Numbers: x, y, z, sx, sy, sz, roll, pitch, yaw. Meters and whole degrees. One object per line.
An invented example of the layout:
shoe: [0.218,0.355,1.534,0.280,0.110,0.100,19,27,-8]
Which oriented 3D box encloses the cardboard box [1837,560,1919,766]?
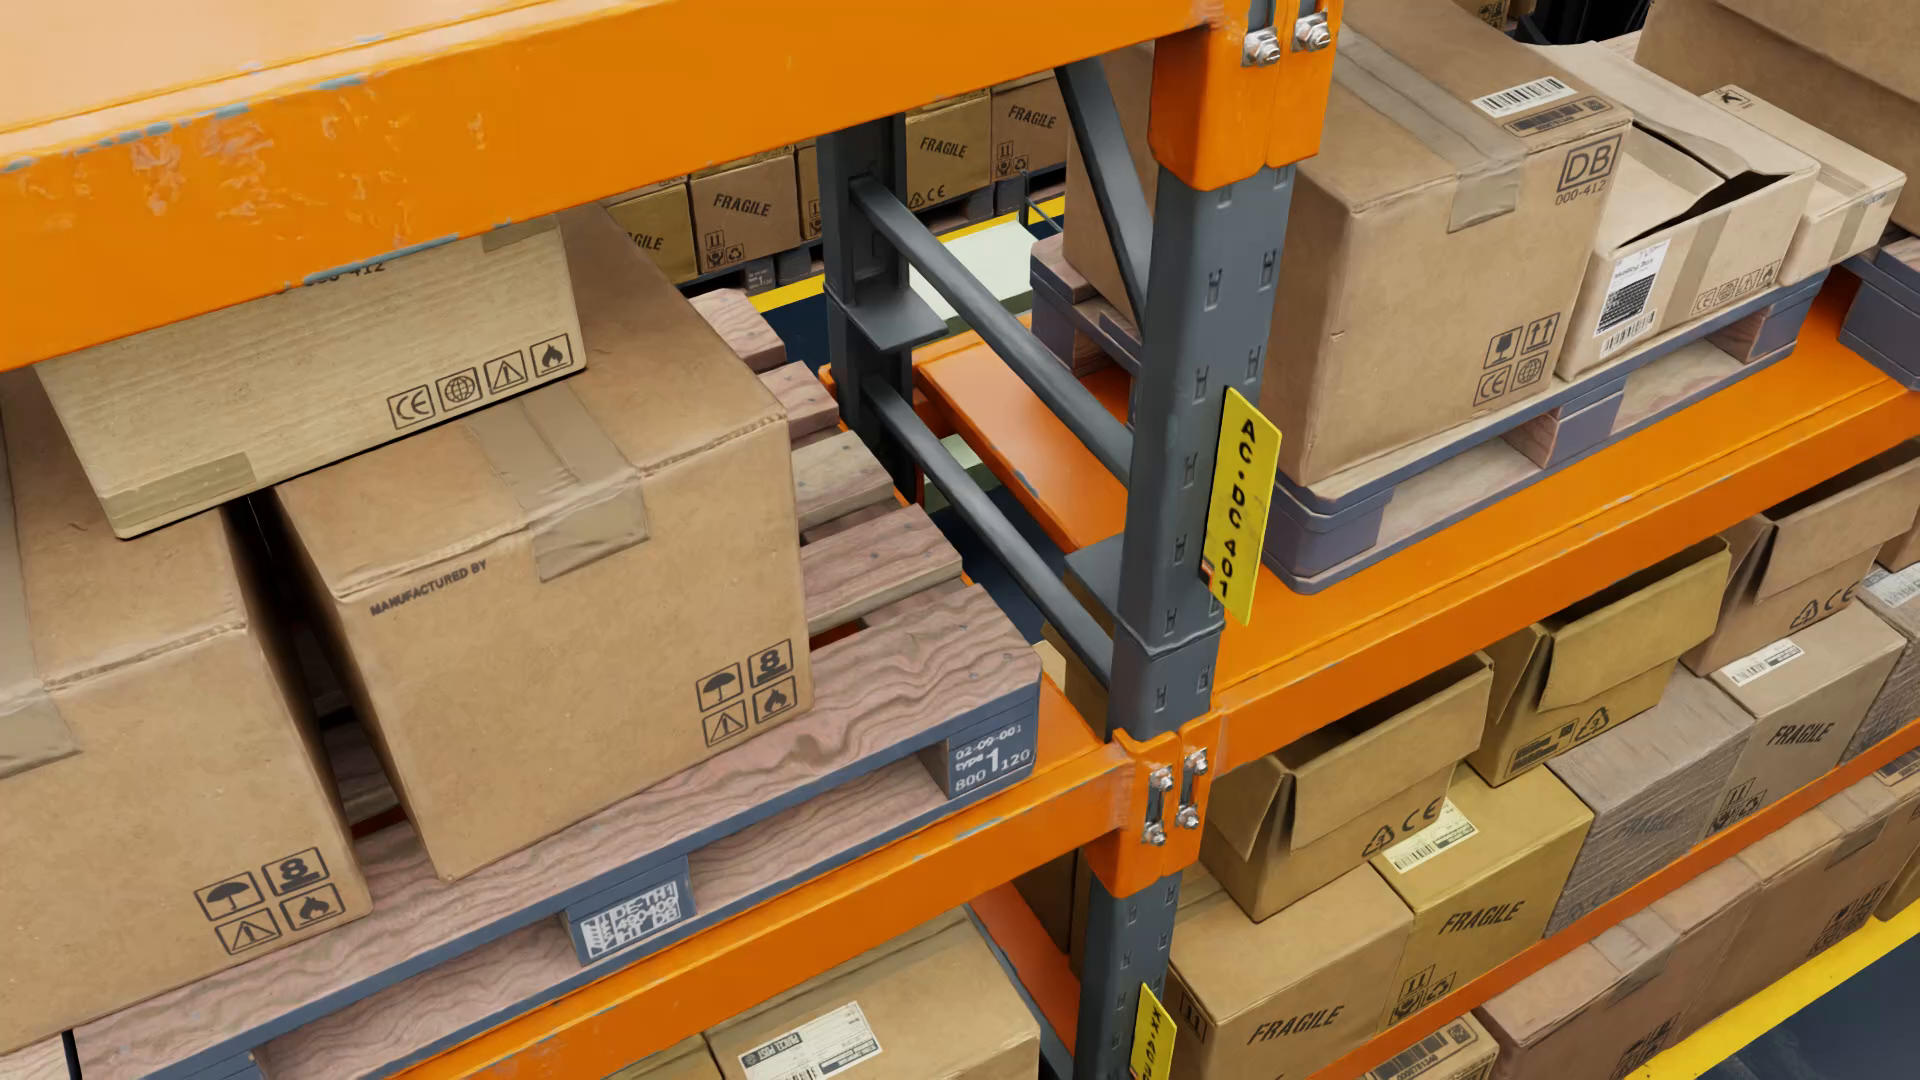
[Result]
cardboard box: [2.345,0.169,4.350,0.500,0.500,0.500,-23,49,-22]

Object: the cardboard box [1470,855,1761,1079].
cardboard box: [1.385,0.988,4.803,0.875,0.875,1.225,-23,49,-22]

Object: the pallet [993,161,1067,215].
pallet: [0.472,-2.227,8.893,1.213,0.211,1.003,-22,48,-21]

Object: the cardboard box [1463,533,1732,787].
cardboard box: [1.216,0.067,3.735,0.637,0.503,0.797,-21,48,-21]

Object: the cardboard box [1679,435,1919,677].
cardboard box: [1.747,-0.158,3.967,0.637,0.503,0.797,-20,48,-20]

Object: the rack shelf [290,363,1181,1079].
rack shelf: [-1.669,0.796,2.139,4.000,0.370,1.077,-22,48,-21]

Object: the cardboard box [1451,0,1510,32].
cardboard box: [2.479,-3.303,9.314,0.750,0.750,1.050,-21,48,-20]

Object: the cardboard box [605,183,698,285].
cardboard box: [-1.545,-1.460,7.593,0.500,0.500,0.500,-20,48,-19]

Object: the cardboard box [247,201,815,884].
cardboard box: [-0.583,-0.071,2.070,0.500,0.500,0.700,-25,49,-23]

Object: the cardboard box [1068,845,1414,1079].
cardboard box: [0.589,0.876,3.622,0.500,0.500,0.500,-22,48,-21]

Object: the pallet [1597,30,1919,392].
pallet: [2.033,-0.831,3.434,1.213,0.211,1.003,-20,47,-19]

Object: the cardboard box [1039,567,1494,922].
cardboard box: [0.615,0.298,3.497,0.637,0.503,0.797,-23,49,-22]

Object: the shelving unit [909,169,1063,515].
shelving unit: [0.006,-0.541,6.230,0.755,1.500,0.431,-22,48,-21]

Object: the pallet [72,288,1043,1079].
pallet: [-0.649,0.153,2.348,1.213,0.211,1.003,-22,48,-21]

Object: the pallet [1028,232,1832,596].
pallet: [0.836,-0.435,3.028,1.217,0.209,0.805,-24,49,-22]

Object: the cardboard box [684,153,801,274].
cardboard box: [-1.087,-1.644,7.784,0.500,0.500,0.500,-20,48,-19]

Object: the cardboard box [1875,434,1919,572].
cardboard box: [2.325,-0.395,4.211,0.637,0.503,0.797,-21,48,-20]

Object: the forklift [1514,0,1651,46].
forklift: [3.224,-2.215,6.927,3.031,2.935,1.130,-20,48,-19]

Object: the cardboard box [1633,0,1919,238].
cardboard box: [1.773,-1.010,3.107,0.637,0.503,0.797,-22,48,-21]

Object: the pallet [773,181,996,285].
pallet: [-0.585,-1.806,8.459,1.213,0.211,1.003,-22,48,-21]

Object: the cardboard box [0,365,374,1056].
cardboard box: [-1.052,0.113,1.880,0.500,0.500,0.700,-19,47,-19]

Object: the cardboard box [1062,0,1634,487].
cardboard box: [0.563,-0.550,2.636,0.500,0.500,0.700,-21,48,-20]

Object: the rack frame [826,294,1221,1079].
rack frame: [0.065,0.921,3.648,0.127,3.000,1.000,-22,48,-21]

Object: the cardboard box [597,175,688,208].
cardboard box: [-1.546,-1.729,7.333,0.500,0.250,0.500,-24,49,-23]

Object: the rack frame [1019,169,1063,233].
rack frame: [0.323,-0.668,6.361,0.023,1.500,0.400,-22,48,-21]

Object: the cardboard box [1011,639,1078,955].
cardboard box: [0.335,0.557,3.950,0.500,0.500,0.500,-22,48,-21]

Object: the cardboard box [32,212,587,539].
cardboard box: [-0.753,-0.325,1.794,0.500,0.250,0.500,-25,49,-23]

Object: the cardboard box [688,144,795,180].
cardboard box: [-1.085,-1.916,7.525,0.500,0.250,0.500,-21,48,-20]

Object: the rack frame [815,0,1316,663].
rack frame: [0.065,-1.232,1.558,0.127,3.000,1.000,-22,48,-21]

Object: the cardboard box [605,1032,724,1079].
cardboard box: [-0.637,1.091,2.828,0.500,0.500,0.500,-21,48,-21]

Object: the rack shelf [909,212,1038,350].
rack shelf: [0.006,-0.821,5.958,0.720,0.370,0.431,-22,48,-21]

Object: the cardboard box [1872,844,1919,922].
cardboard box: [2.925,0.371,5.438,0.875,0.875,1.225,-24,49,-23]

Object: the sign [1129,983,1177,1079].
sign: [0.343,0.916,2.974,0.005,0.325,0.100,-22,48,-21]

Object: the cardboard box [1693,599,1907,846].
cardboard box: [1.904,0.345,4.169,0.500,0.500,0.500,-21,48,-20]

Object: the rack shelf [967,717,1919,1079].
rack shelf: [1.799,0.485,4.613,4.000,0.370,1.077,-22,48,-21]

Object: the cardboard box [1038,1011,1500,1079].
cardboard box: [0.610,1.298,4.483,0.875,0.875,1.225,-22,48,-21]

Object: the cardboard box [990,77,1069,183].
cardboard box: [0.258,-2.187,8.343,0.500,0.500,0.500,-20,48,-19]

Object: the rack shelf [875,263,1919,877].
rack shelf: [1.799,-0.592,3.569,4.000,0.370,1.077,-22,48,-21]

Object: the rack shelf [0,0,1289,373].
rack shelf: [-1.669,-0.137,1.233,4.000,0.370,1.077,-22,48,-21]

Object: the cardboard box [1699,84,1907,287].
cardboard box: [1.431,-0.642,2.983,0.250,0.149,0.380,-24,49,-23]

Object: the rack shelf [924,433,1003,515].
rack shelf: [0.006,-0.307,6.457,0.720,0.370,0.431,-22,48,-21]

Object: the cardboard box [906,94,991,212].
cardboard box: [-0.193,-1.994,8.144,0.500,0.500,0.500,-24,49,-23]

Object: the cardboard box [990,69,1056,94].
cardboard box: [0.255,-2.443,8.068,0.500,0.250,0.500,-21,48,-20]

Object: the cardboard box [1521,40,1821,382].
cardboard box: [1.061,-0.601,2.824,0.500,0.311,0.500,-23,49,-22]

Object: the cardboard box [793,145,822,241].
cardboard box: [-0.640,-1.834,7.979,0.500,0.500,0.500,-21,48,-20]

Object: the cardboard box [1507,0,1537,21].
cardboard box: [3.287,-3.627,9.647,0.750,0.750,1.050,-22,48,-21]

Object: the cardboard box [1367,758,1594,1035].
cardboard box: [1.024,0.701,3.802,0.500,0.500,0.500,-22,48,-21]

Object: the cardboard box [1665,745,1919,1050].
cardboard box: [2.148,0.676,5.124,0.875,0.875,1.225,-22,48,-21]

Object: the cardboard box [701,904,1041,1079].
cardboard box: [-0.200,0.919,3.004,0.500,0.500,0.500,-20,48,-20]

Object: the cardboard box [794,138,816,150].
cardboard box: [-0.641,-2.090,7.704,0.500,0.250,0.500,-20,48,-19]

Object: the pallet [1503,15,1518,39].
pallet: [2.928,-3.145,9.839,1.213,0.211,1.003,-22,48,-21]

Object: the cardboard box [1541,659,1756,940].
cardboard box: [1.458,0.528,3.981,0.500,0.500,0.500,-23,49,-22]

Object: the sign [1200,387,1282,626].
sign: [0.343,-0.035,2.051,0.005,0.325,0.100,-22,48,-21]

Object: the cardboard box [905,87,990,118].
cardboard box: [-0.193,-2.276,7.896,0.500,0.250,0.500,-21,48,-20]

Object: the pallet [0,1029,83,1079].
pallet: [-1.706,0.574,1.915,1.213,0.211,1.003,-22,48,-21]

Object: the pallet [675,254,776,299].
pallet: [-1.644,-1.380,8.020,1.213,0.211,1.003,-22,48,-21]

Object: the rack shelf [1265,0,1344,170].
rack shelf: [1.799,-1.525,2.663,4.000,0.370,1.077,-22,48,-21]
